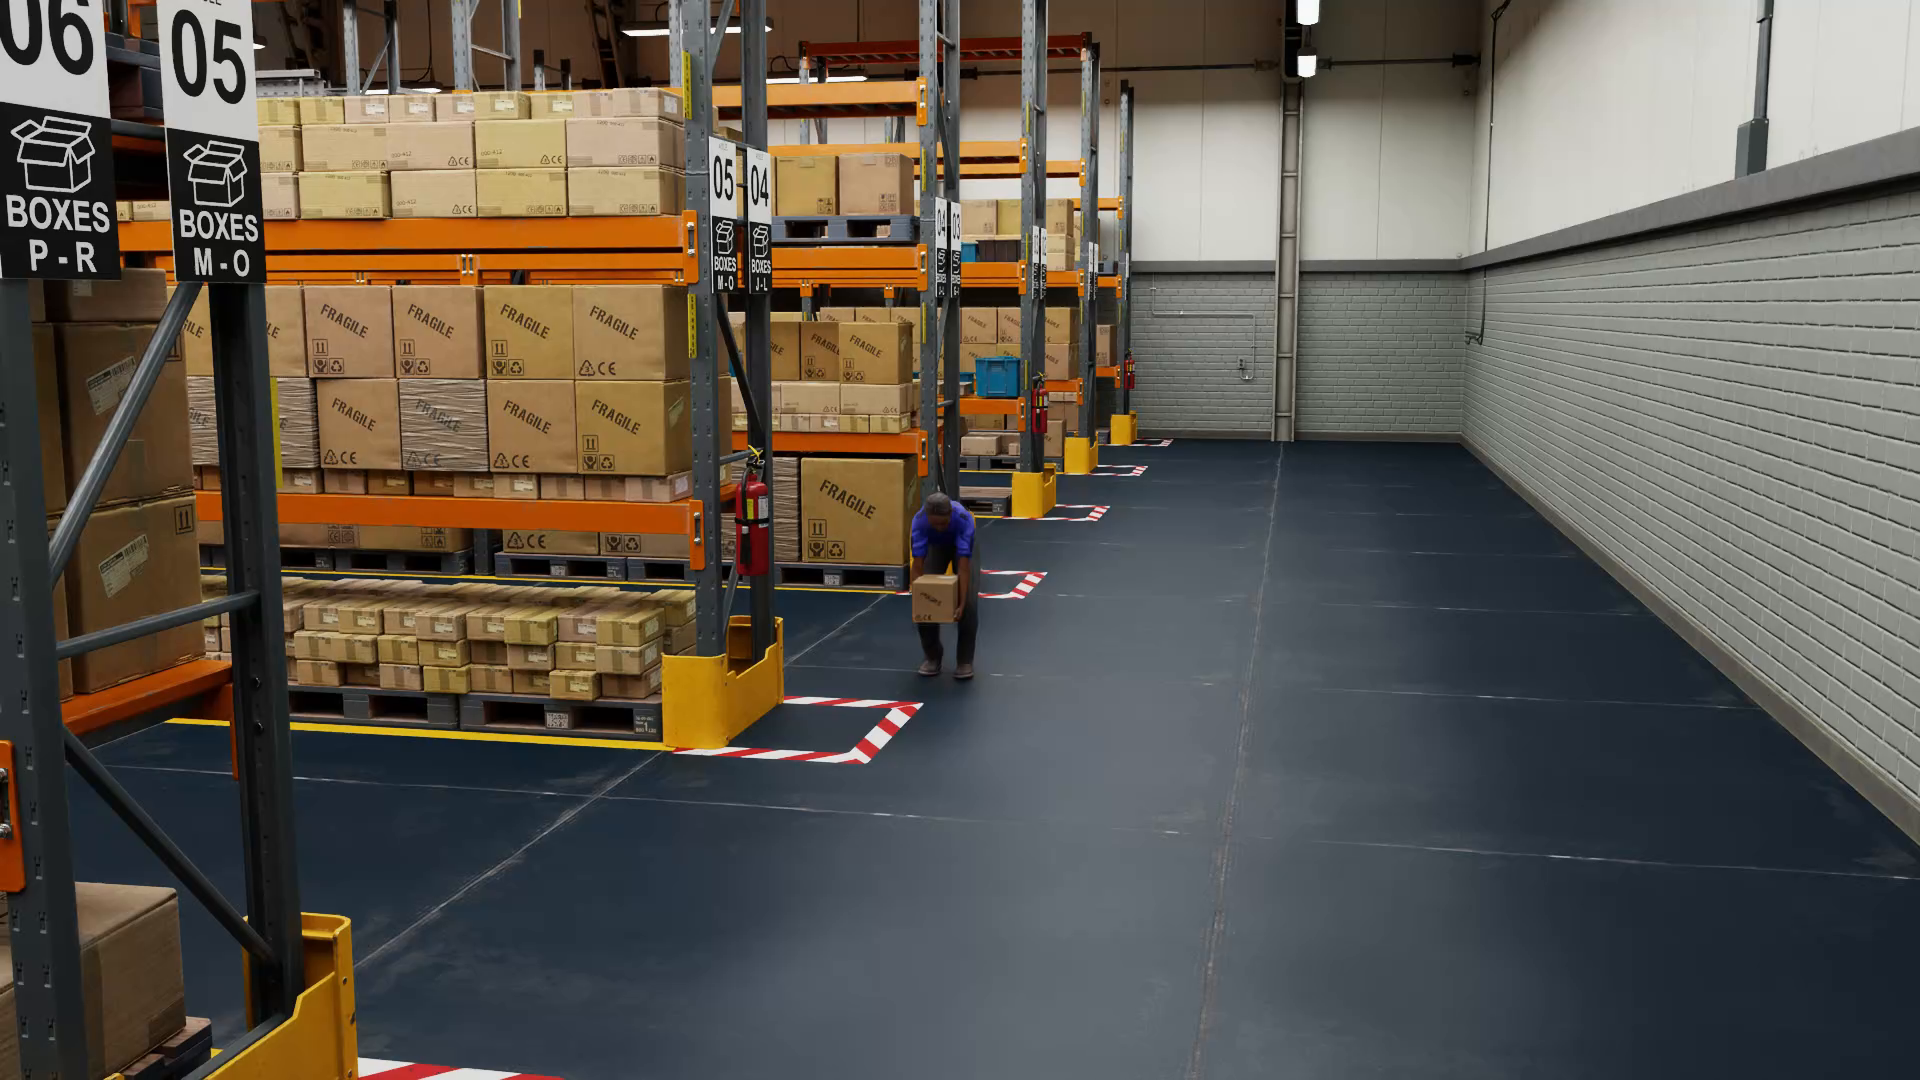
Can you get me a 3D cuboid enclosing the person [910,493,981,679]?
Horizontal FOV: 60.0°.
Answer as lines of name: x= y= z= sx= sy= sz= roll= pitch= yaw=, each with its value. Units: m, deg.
person: x=-0.099 y=0.279 z=10.448 sx=0.425 sy=1.221 sz=0.824 roll=1 pitch=8 yaw=9
